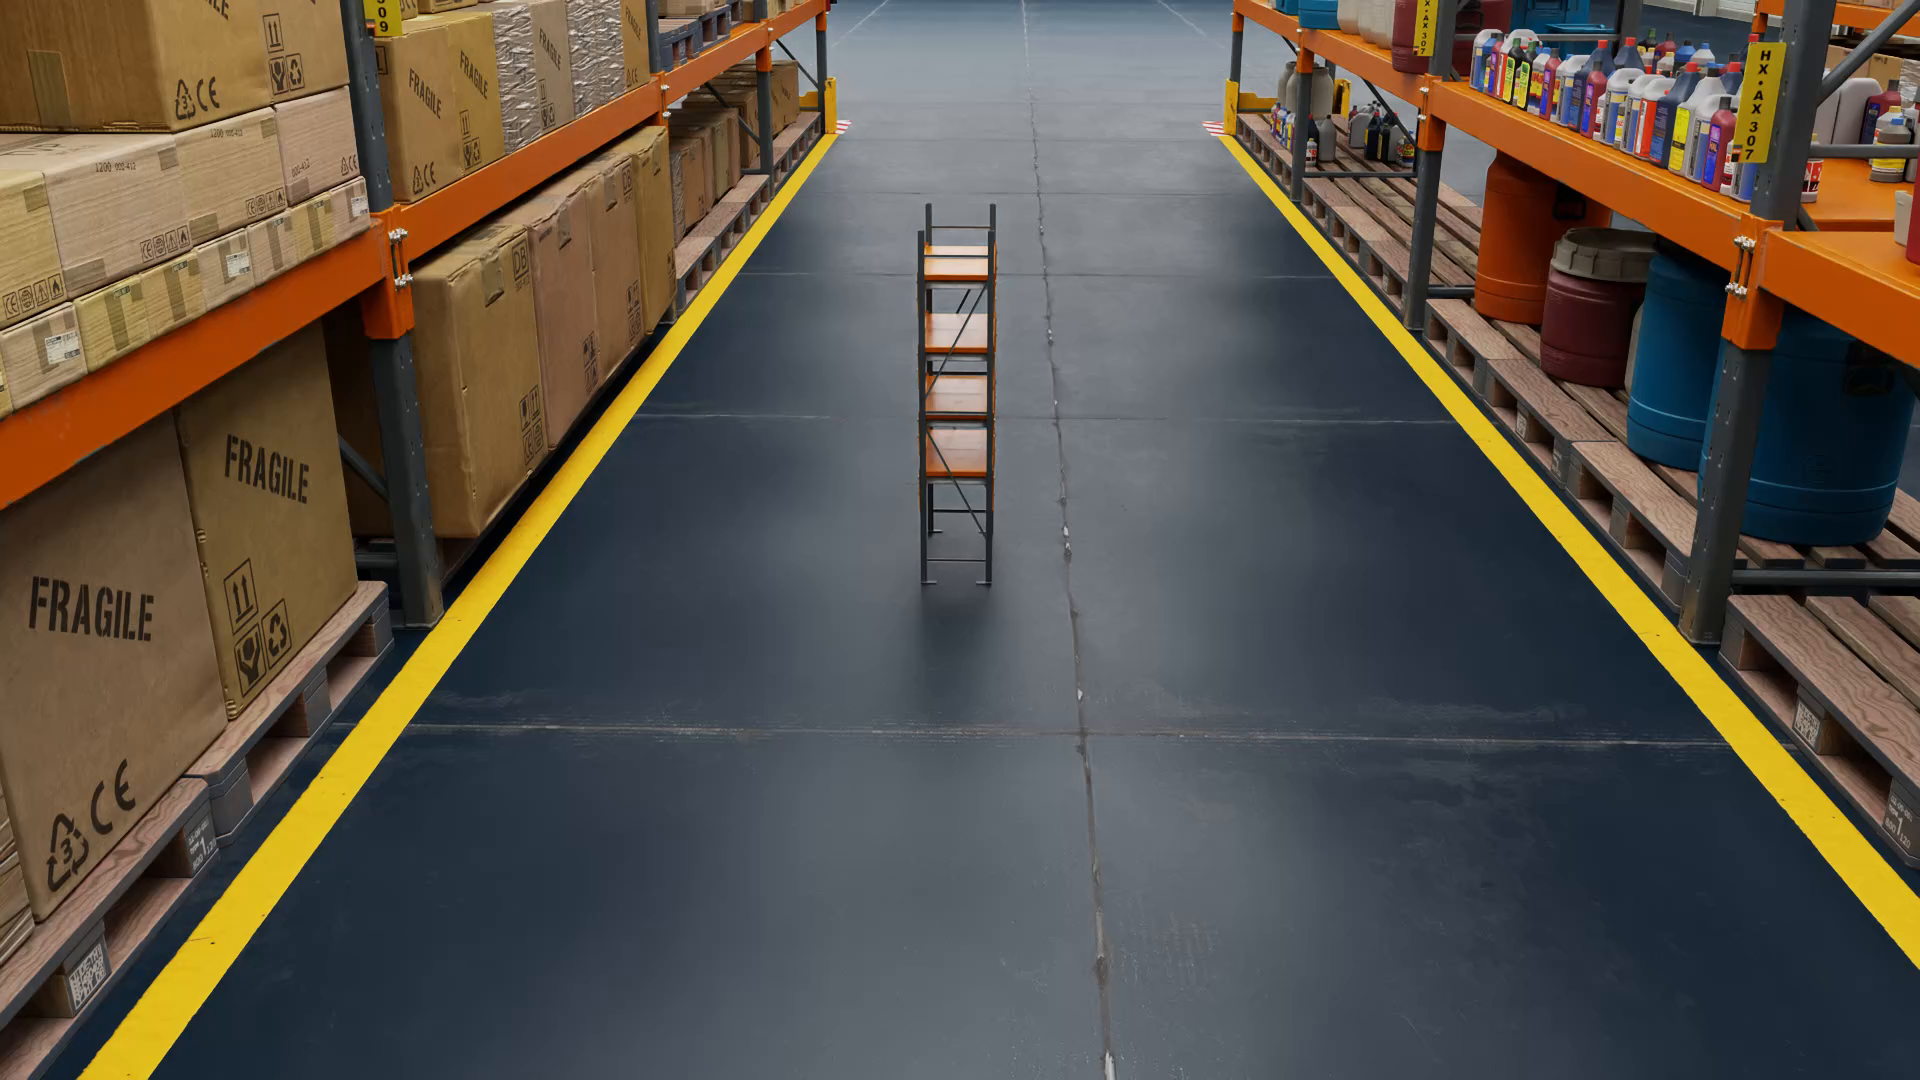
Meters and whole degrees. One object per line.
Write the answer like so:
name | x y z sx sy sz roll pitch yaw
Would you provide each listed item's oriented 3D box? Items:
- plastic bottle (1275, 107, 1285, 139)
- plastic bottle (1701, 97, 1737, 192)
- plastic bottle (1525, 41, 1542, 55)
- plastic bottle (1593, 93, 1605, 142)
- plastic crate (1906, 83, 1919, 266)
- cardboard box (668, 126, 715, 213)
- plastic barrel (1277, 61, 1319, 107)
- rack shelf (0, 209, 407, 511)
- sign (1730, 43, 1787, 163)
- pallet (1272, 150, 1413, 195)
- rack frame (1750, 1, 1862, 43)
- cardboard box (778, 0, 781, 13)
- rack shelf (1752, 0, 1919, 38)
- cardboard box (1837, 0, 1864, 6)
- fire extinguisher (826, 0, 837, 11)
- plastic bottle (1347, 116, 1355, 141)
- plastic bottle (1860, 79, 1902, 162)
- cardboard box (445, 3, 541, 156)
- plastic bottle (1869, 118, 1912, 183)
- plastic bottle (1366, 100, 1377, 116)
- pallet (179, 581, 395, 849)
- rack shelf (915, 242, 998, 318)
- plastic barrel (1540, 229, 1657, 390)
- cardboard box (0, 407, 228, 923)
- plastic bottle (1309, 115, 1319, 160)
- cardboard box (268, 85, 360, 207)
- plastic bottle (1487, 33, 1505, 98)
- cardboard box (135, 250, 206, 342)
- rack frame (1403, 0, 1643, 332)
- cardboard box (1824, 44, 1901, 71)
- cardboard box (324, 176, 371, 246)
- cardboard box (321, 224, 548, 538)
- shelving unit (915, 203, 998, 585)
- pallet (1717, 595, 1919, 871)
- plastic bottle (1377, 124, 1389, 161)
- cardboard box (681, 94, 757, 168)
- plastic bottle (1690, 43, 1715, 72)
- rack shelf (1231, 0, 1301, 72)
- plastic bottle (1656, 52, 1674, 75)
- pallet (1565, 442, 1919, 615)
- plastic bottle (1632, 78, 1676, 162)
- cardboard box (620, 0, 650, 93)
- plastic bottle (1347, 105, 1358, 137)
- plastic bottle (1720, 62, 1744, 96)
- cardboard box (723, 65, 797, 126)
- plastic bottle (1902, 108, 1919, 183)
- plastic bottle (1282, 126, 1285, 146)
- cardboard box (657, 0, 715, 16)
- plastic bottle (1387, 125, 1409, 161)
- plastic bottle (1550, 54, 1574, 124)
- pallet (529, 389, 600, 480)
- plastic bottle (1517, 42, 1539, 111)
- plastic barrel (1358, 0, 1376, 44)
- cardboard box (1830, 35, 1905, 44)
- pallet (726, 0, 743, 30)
plastic bottle | 2.764 -3.579 14.269 0.097 0.271 0.097 0 21 0
plastic bottle | 2.427 -1.259 5.287 0.061 0.283 0.133 1 21 2
plastic bottle | 2.578 -2.106 7.489 0.097 0.271 0.097 0 21 0
plastic bottle | 2.479 -1.625 6.346 0.097 0.201 0.097 0 21 0
plastic crate | 2.499 -0.820 3.825 0.402 0.464 0.583 1 21 2
cardboard box | -2.021 -2.473 11.104 0.700 0.500 0.500 -1 21 -3
plastic barrel | 3.198 -4.219 15.613 0.421 0.512 0.421 0 21 0
rack shelf | -2.235 -0.079 3.079 1.077 0.370 4.000 1 21 2
sign | 2.227 -1.218 4.640 0.100 0.325 0.005 1 21 2
pallet | 3.082 -2.918 13.256 1.003 0.211 1.213 1 21 2
rack frame | 8.092 -5.366 15.711 1.000 3.000 0.127 1 21 2
cardboard box | -1.625 -4.258 13.205 0.380 0.149 0.250 1 21 2
rack shelf | 8.032 -4.307 13.977 1.077 0.370 4.000 1 21 2
cardboard box | 8.033 -4.874 14.306 0.700 0.500 0.500 1 21 2
fire extinguisher | -1.345 -5.476 16.103 0.296 0.674 0.183 1 21 2
plastic bottle | 3.359 -3.507 14.180 0.097 0.201 0.097 0 21 0
plastic bottle | 3.241 -1.477 5.851 0.061 0.283 0.133 1 21 2
cardboard box | -1.880 -1.710 6.151 0.500 0.500 0.500 0 21 0
plastic bottle | 3.057 -1.280 5.456 0.097 0.201 0.097 0 21 0
plastic bottle | 3.484 -3.522 14.013 0.144 0.351 0.185 2 21 4
pallet | -2.275 0.437 4.611 1.003 0.211 1.213 1 21 2
rack shelf | -0.005 -0.866 5.516 0.258 0.148 0.480 1 21 2
plastic barrel | 2.866 -1.015 7.252 0.600 0.588 0.708 1 21 2
cardboard box | -2.302 0.221 3.670 0.875 0.875 0.875 1 21 2
plastic bottle | 2.751 -3.181 13.135 0.144 0.351 0.185 0 21 0
cardboard box | -1.925 -1.043 4.367 0.500 0.250 0.500 0 21 1
plastic bottle | 2.506 -2.203 7.722 0.061 0.283 0.133 1 21 2
cardboard box | -1.887 -0.534 3.606 0.380 0.149 0.250 1 21 3
rack frame | 2.898 -2.529 8.400 1.000 3.000 0.127 1 21 2
cardboard box | 7.838 -4.076 14.571 0.500 0.500 0.500 1 21 2
cardboard box | -1.856 -0.906 4.565 0.380 0.149 0.250 1 21 2
cardboard box | -2.175 -0.574 5.718 1.225 0.875 0.875 1 21 2
shelving unit | -0.005 -0.500 5.658 0.258 1.200 0.503 1 21 2
pallet | 2.793 0.484 4.491 1.003 0.211 1.213 1 21 2
plastic bottle | 3.344 -3.143 13.128 0.061 0.283 0.133 1 21 2
cardboard box | -1.879 -3.204 13.016 0.500 0.500 0.500 0 21 0
plastic bottle | 3.272 -2.052 7.349 0.097 0.271 0.097 0 21 0
rack shelf | 3.081 -4.363 14.121 1.077 0.370 4.000 1 21 2
plastic bottle | 3.284 -2.160 7.725 0.097 0.201 0.097 0 21 0
pallet | 2.842 -0.061 5.895 1.003 0.211 1.213 1 21 2
plastic bottle | 2.492 -1.485 5.882 0.152 0.276 0.135 1 21 2
cardboard box | -1.820 -2.449 8.056 0.500 0.500 0.500 1 21 3
plastic bottle | 3.382 -3.602 14.311 0.061 0.283 0.133 1 21 2
plastic bottle | 2.627 -1.461 5.716 0.144 0.351 0.185 1 21 2
cardboard box | -1.829 -4.064 15.232 0.500 0.500 0.500 6 22 16
plastic bottle | 3.183 -1.320 5.457 0.152 0.276 0.135 1 21 2
plastic bottle | 2.752 -3.400 13.904 0.097 0.201 0.097 0 21 0
cardboard box | -1.772 -3.313 10.047 0.500 0.250 0.500 0 21 0
plastic bottle | 3.450 -3.138 13.127 0.152 0.276 0.135 1 21 4
plastic bottle | 2.496 -1.857 6.846 0.097 0.271 0.097 0 21 0
pallet | -2.192 -0.559 7.178 1.003 0.211 1.213 1 21 2
plastic bottle | 2.491 -2.023 7.257 0.061 0.283 0.133 1 21 2
plastic barrel | 2.749 -3.430 10.534 0.433 0.535 0.433 0 21 0
cardboard box | 8.374 -4.432 15.488 0.500 0.500 0.500 1 21 2
pallet | -2.099 -3.666 11.594 1.003 0.211 1.213 1 21 2
